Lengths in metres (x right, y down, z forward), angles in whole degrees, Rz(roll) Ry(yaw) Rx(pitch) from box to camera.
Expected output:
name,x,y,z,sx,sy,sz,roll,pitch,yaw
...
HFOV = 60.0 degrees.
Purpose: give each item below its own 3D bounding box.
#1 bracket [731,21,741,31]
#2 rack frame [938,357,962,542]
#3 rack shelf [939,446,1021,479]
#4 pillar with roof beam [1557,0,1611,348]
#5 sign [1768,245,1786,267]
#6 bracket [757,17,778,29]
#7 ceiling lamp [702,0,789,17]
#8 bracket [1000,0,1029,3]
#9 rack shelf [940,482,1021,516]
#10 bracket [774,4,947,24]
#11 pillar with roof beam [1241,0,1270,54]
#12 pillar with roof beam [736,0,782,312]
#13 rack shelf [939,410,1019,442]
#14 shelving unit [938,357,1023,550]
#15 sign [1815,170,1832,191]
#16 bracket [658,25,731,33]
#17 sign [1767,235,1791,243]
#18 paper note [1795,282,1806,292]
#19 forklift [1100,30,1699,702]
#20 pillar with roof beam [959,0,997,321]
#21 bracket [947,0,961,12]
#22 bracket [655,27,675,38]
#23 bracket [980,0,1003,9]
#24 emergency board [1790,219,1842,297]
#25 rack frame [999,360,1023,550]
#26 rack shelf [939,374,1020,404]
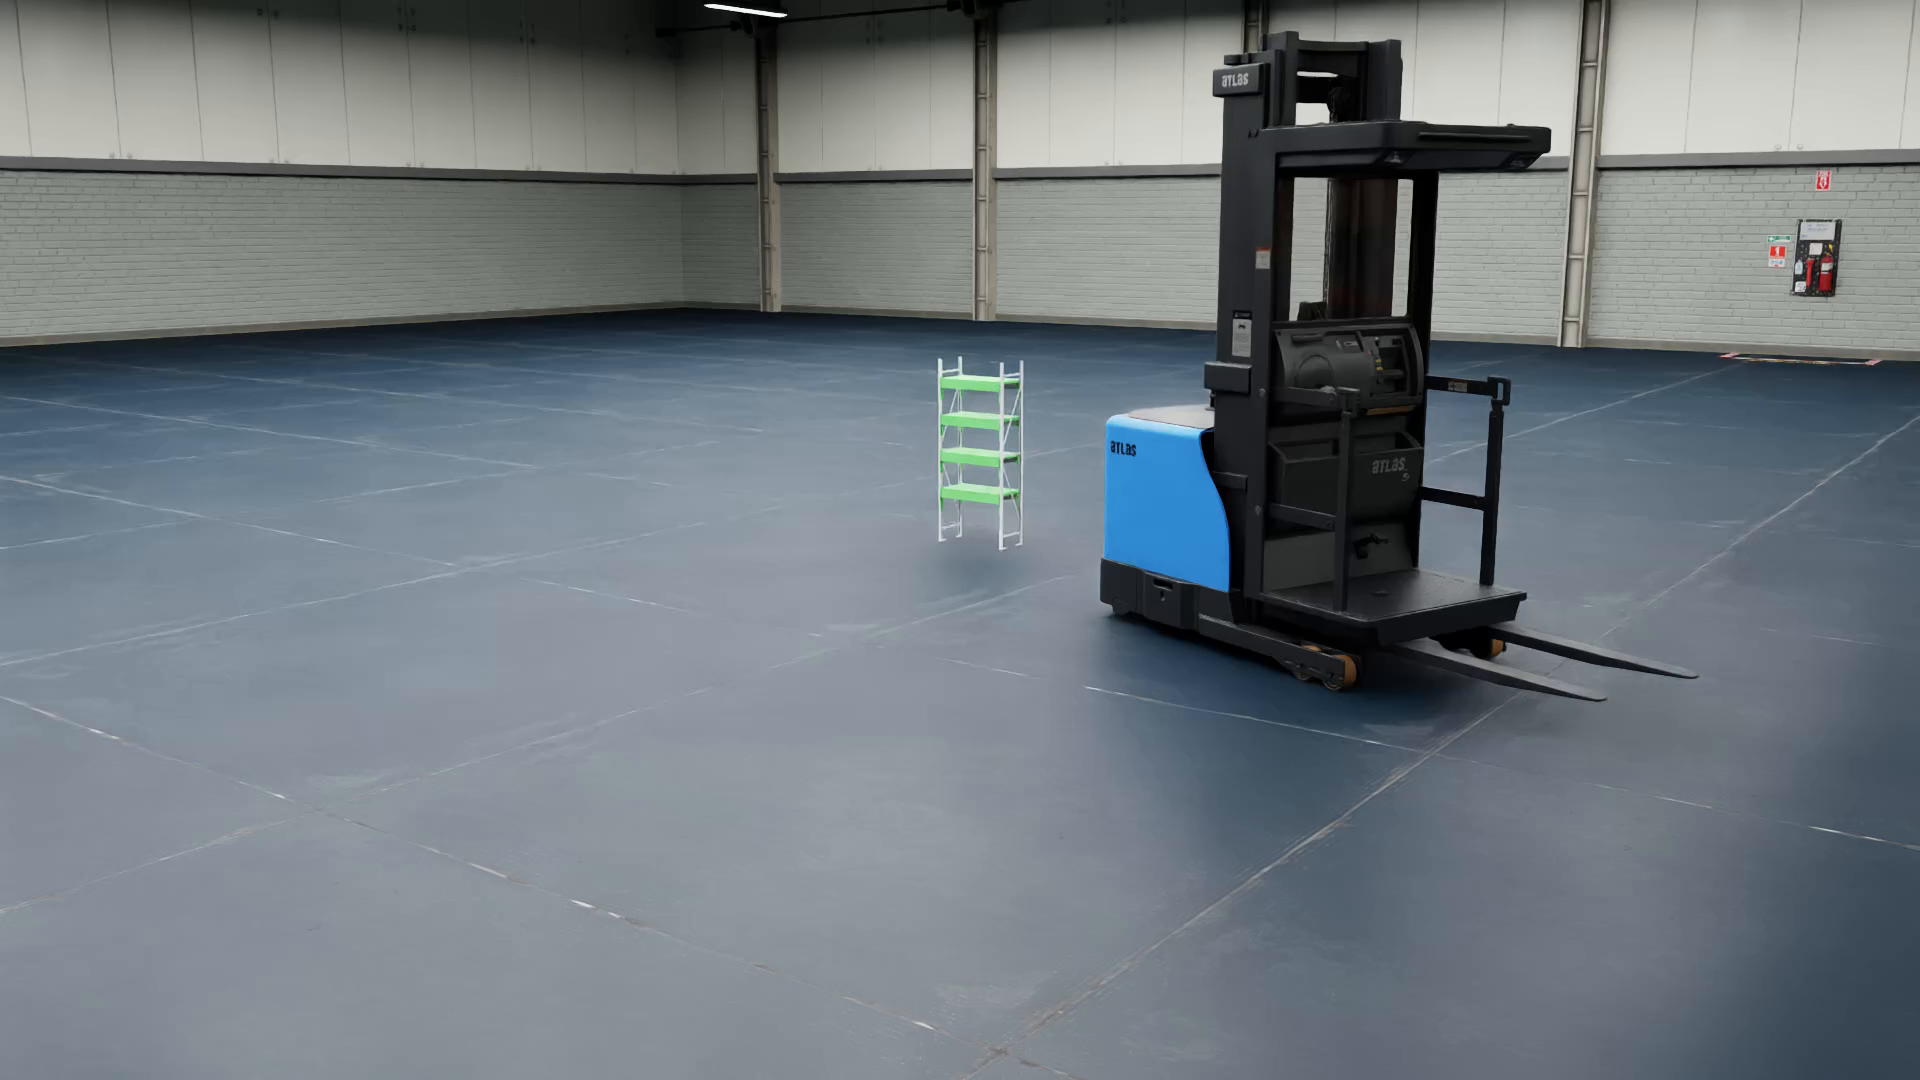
name,x,y,z,sx,sy,sz,roll,pitch,yaw
bracket,-4.874,-11.420,36.893,0.430,0.232,0.235,8,13,36
rack frame,-0.063,-0.598,10.961,0.015,1.200,0.240,8,13,36
rack shelf,0.133,-0.508,10.832,0.480,0.148,0.258,8,13,36
pillar with roof beam,7.631,-6.978,23.407,0.400,9.000,9.100,8,13,36
sign,12.661,-4.396,25.763,0.234,0.329,0.001,8,13,36
bracket,-4.205,-11.327,36.411,0.430,0.232,0.235,8,13,36
ceiling lamp,-4.151,-11.333,30.549,0.800,3.185,2.000,8,13,36
bracket,2.708,-10.363,31.426,4.783,0.066,0.076,8,13,36
rack shelf,0.133,-0.272,10.877,0.480,0.148,0.258,8,13,36
bracket,-2.128,-11.037,34.913,4.783,0.066,0.076,8,13,36
pillar with roof beam,2.795,-7.653,26.894,0.400,9.000,9.100,8,13,36
pillar with roof beam,-6.877,-9.002,33.868,0.548,9.000,9.100,8,13,36
rack shelf,0.133,-0.743,10.786,0.480,0.148,0.258,8,13,36
shelving unit,0.133,-0.570,10.820,0.503,1.200,0.258,8,13,36
sign,13.098,-5.455,25.227,0.199,0.298,0.001,8,13,36
bracket,-6.308,-11.620,37.927,3.189,0.066,0.076,8,13,36
sign,12.660,-4.655,25.703,0.331,0.109,0.001,8,13,36
paper note,12.944,-3.899,25.605,0.142,0.148,0.016,8,13,36
forklift,1.979,-0.861,7.763,1.130,2.935,3.031,-7,13,-32
pillar with roof beam,-2.041,-8.327,30.381,0.548,9.000,9.100,8,13,36
bracket,-0.038,-10.746,33.406,0.430,0.232,0.235,8,13,36
bracket,-6.784,-11.687,38.270,0.430,0.232,0.235,8,13,36
bracket,0.632,-10.652,32.924,0.430,0.232,0.235,8,13,36
emergency board,13.046,-4.301,25.363,0.643,1.169,0.194,8,13,36
rack frame,0.330,-0.543,10.678,0.015,1.200,0.240,8,13,36
rack shelf,0.133,-0.979,10.740,0.480,0.148,0.258,8,13,36
